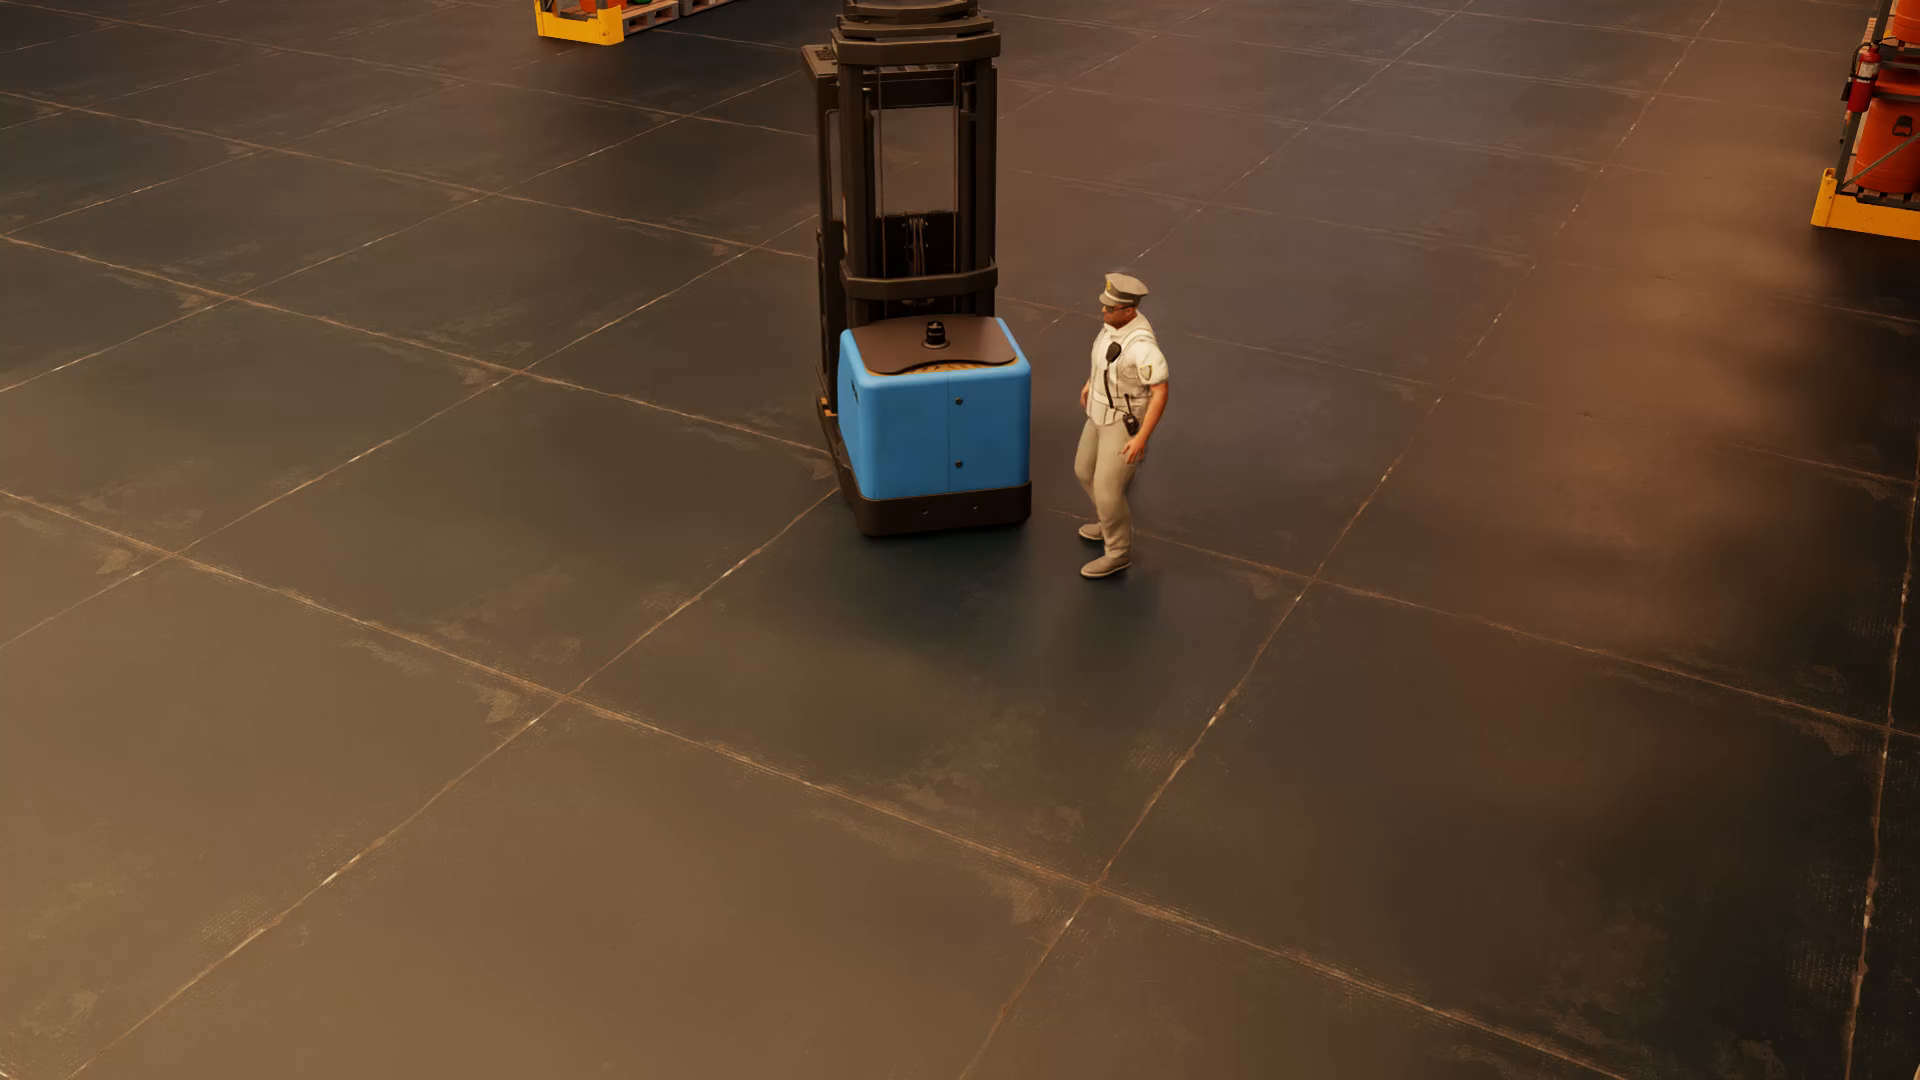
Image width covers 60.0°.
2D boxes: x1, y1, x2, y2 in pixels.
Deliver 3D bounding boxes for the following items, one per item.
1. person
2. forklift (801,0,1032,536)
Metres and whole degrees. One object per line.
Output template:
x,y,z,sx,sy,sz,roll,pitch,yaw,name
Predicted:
0.863,-0.698,9.493,0.499,1.715,0.839,-9,31,-14,person
-0.371,-2.016,10.563,1.130,2.935,3.031,-6,31,-10,forklift
